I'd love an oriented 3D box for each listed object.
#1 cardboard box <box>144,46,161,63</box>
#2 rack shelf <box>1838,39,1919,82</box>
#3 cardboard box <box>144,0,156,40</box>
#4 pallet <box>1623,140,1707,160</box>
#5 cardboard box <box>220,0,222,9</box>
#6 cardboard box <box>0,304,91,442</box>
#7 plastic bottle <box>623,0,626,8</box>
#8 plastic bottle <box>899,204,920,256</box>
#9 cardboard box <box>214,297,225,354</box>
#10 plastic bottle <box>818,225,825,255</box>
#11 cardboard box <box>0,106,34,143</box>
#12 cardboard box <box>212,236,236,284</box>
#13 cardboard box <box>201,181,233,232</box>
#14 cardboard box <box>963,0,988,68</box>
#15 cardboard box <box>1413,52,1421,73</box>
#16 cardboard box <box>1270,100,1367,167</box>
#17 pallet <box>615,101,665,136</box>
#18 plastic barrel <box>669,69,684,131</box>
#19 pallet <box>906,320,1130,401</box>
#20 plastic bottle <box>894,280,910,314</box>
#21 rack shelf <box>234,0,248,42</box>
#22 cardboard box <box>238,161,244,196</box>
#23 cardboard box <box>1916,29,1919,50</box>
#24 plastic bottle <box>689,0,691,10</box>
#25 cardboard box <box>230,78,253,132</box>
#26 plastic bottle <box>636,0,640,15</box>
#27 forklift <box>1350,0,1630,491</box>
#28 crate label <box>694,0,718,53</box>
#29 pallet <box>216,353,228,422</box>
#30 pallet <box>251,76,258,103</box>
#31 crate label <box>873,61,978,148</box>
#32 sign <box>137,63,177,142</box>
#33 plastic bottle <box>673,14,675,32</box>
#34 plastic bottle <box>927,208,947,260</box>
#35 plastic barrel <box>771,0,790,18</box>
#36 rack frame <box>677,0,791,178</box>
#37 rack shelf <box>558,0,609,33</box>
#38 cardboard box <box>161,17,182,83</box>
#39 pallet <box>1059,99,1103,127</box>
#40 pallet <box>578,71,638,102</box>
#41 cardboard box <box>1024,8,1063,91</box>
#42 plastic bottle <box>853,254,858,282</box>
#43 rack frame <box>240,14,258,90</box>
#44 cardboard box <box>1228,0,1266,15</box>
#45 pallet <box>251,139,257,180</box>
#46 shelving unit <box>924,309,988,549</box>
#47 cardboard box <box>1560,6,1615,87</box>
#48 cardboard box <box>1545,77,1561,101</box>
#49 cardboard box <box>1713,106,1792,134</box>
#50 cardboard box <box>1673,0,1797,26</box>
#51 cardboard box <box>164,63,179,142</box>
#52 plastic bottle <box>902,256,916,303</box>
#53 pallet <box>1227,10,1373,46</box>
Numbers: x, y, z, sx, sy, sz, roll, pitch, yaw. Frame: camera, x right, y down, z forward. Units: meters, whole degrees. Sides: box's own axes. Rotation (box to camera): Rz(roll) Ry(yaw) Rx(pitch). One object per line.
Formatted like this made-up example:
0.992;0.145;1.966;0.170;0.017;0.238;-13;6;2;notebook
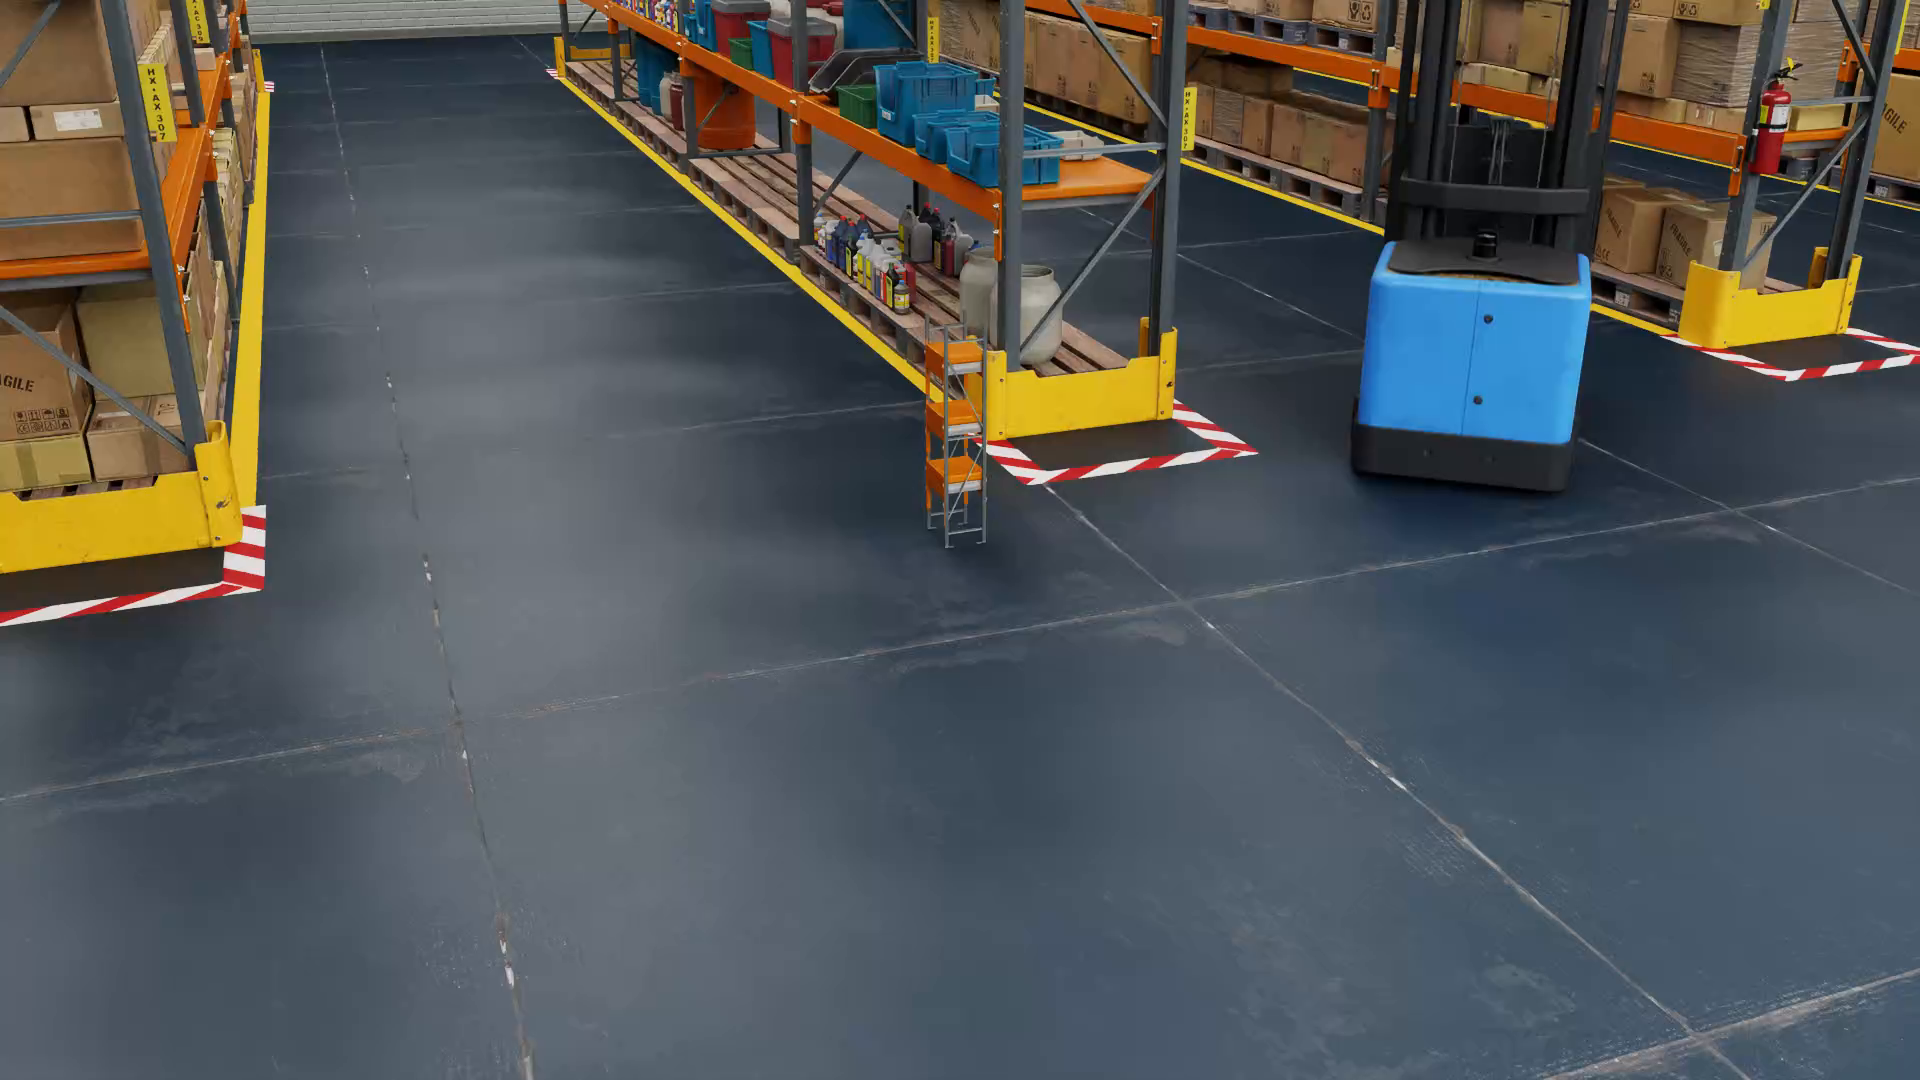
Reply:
-4.617;-2.623;9.148;0.380;0.149;0.250;-8;24;-17;cardboard box
9.291;-3.753;13.718;1.077;0.370;4.000;-8;24;-19;rack shelf
-5.018;-3.109;9.466;0.700;0.500;0.500;-8;24;-19;cardboard box
7.807;-4.240;17.538;1.003;0.211;1.213;-8;24;-19;pallet
-7.504;-5.322;15.846;0.700;0.500;0.500;-15;27;-32;cardboard box
-4.415;-0.782;7.777;0.500;0.500;0.500;-8;24;-19;cardboard box
-3.615;-5.984;18.245;0.152;0.276;0.135;-8;24;-19;plastic bottle
-0.363;-2.255;12.083;0.144;0.351;0.185;-8;24;-19;plastic bottle
-4.634;-1.235;9.817;0.500;0.250;0.500;-8;24;-19;cardboard box
-0.987;-2.188;12.116;0.097;0.201;0.097;0;23;0;plastic bottle
-4.260;-1.814;7.227;0.380;0.149;0.250;-9;24;-20;cardboard box
-5.271;-1.916;11.434;0.500;0.250;0.500;-9;24;-20;cardboard box
-5.445;-2.361;11.768;0.500;0.311;0.500;-9;24;-20;cardboard box
0.606;-6.866;22.374;0.875;0.875;0.875;-8;24;-19;cardboard box
3.779;-3.839;13.321;0.380;0.149;0.250;-8;24;-19;cardboard box
3.363;-3.823;15.611;0.700;0.500;0.500;-11;25;-24;cardboard box
-3.317;-4.823;18.922;1.003;0.211;1.213;-8;24;-19;pallet
-2.726;-4.609;17.387;0.600;0.588;0.708;-8;24;-19;plastic barrel
0.335;-1.066;10.008;1.003;0.211;1.213;-8;24;-19;pallet
-0.371;-1.555;10.613;0.097;0.201;0.097;0;23;0;plastic bottle
-8.893;-6.111;19.314;1.077;0.370;4.000;-8;24;-19;rack shelf
-6.359;-3.032;14.080;0.500;0.250;0.500;-8;24;-18;cardboard box
8.942;-4.551;14.492;0.875;0.550;0.550;-8;24;-19;cardboard box
-2.912;-5.896;18.043;0.097;0.271;0.097;0;23;0;plastic bottle
-7.577;-4.446;17.089;0.500;0.500;0.500;-8;24;-19;cardboard box
-3.335;-5.696;17.562;0.152;0.276;0.135;-8;24;-19;plastic bottle
2.928;-2.133;9.037;1.130;2.935;3.031;7;24;17;forklift
-2.040;-4.559;14.660;0.502;0.435;0.616;-8;24;-19;crate label
-4.684;-0.786;9.342;1.003;0.211;1.213;-8;24;-19;pallet
-9.290;-5.567;20.687;1.003;0.211;1.213;-8;24;-19;pallet
-0.215;-2.682;10.206;0.502;0.435;0.616;-8;24;-19;crate label
-3.426;-1.865;7.097;0.100;0.325;0.005;-8;24;-19;sign
-2.704;-4.982;15.965;0.097;0.201;0.097;0;23;0;plastic bottle
-0.160;-2.206;11.965;0.144;0.351;0.185;-10;25;-22;plastic bottle
-1.426;-4.495;14.409;0.421;0.512;0.421;0;23;0;plastic barrel
-2.138;-4.941;15.611;1.000;3.000;0.127;-8;24;-19;rack frame
-4.258;-6.790;20.923;1.077;0.370;4.000;-8;24;-19;rack shelf
-5.979;-3.510;12.087;0.500;0.500;0.500;-8;24;-19;cardboard box
1.860;-5.075;19.519;1.003;0.211;1.213;-8;24;-19;pallet
-4.282;-5.815;21.276;1.003;0.211;1.213;-8;24;-19;pallet
1.327;-6.059;20.457;1.225;0.875;0.875;-8;24;-19;cardboard box
-0.683;-1.876;11.375;0.097;0.201;0.097;0;23;0;plastic bottle
-9.599;-7.170;20.898;1.000;3.000;0.127;-8;24;-19;rack frame
2.873;-5.104;15.651;0.500;0.250;0.500;-9;24;-20;cardboard box
-7.429;-3.697;16.249;1.003;0.211;1.213;-8;24;-19;pallet
-0.019;-0.503;7.592;0.215;1.050;0.252;-8;24;-19;shelving unit
4.728;-3.453;11.570;0.875;0.500;0.500;-8;24;-19;cardboard box
4.400;-3.204;11.813;0.380;0.149;0.250;-8;24;-19;cardboard box
5.028;-2.673;10.554;0.380;0.149;0.250;-8;24;-19;cardboard box
4.896;-3.524;10.449;0.500;0.500;0.500;-8;24;-19;cardboard box
-5.198;-2.695;10.153;0.700;0.500;0.500;-9;24;-20;cardboard box
-0.335;-1.703;10.858;0.061;0.283;0.133;-8;24;-19;plastic bottle
3.233;-4.819;15.567;1.003;0.211;1.213;-8;24;-19;pallet
